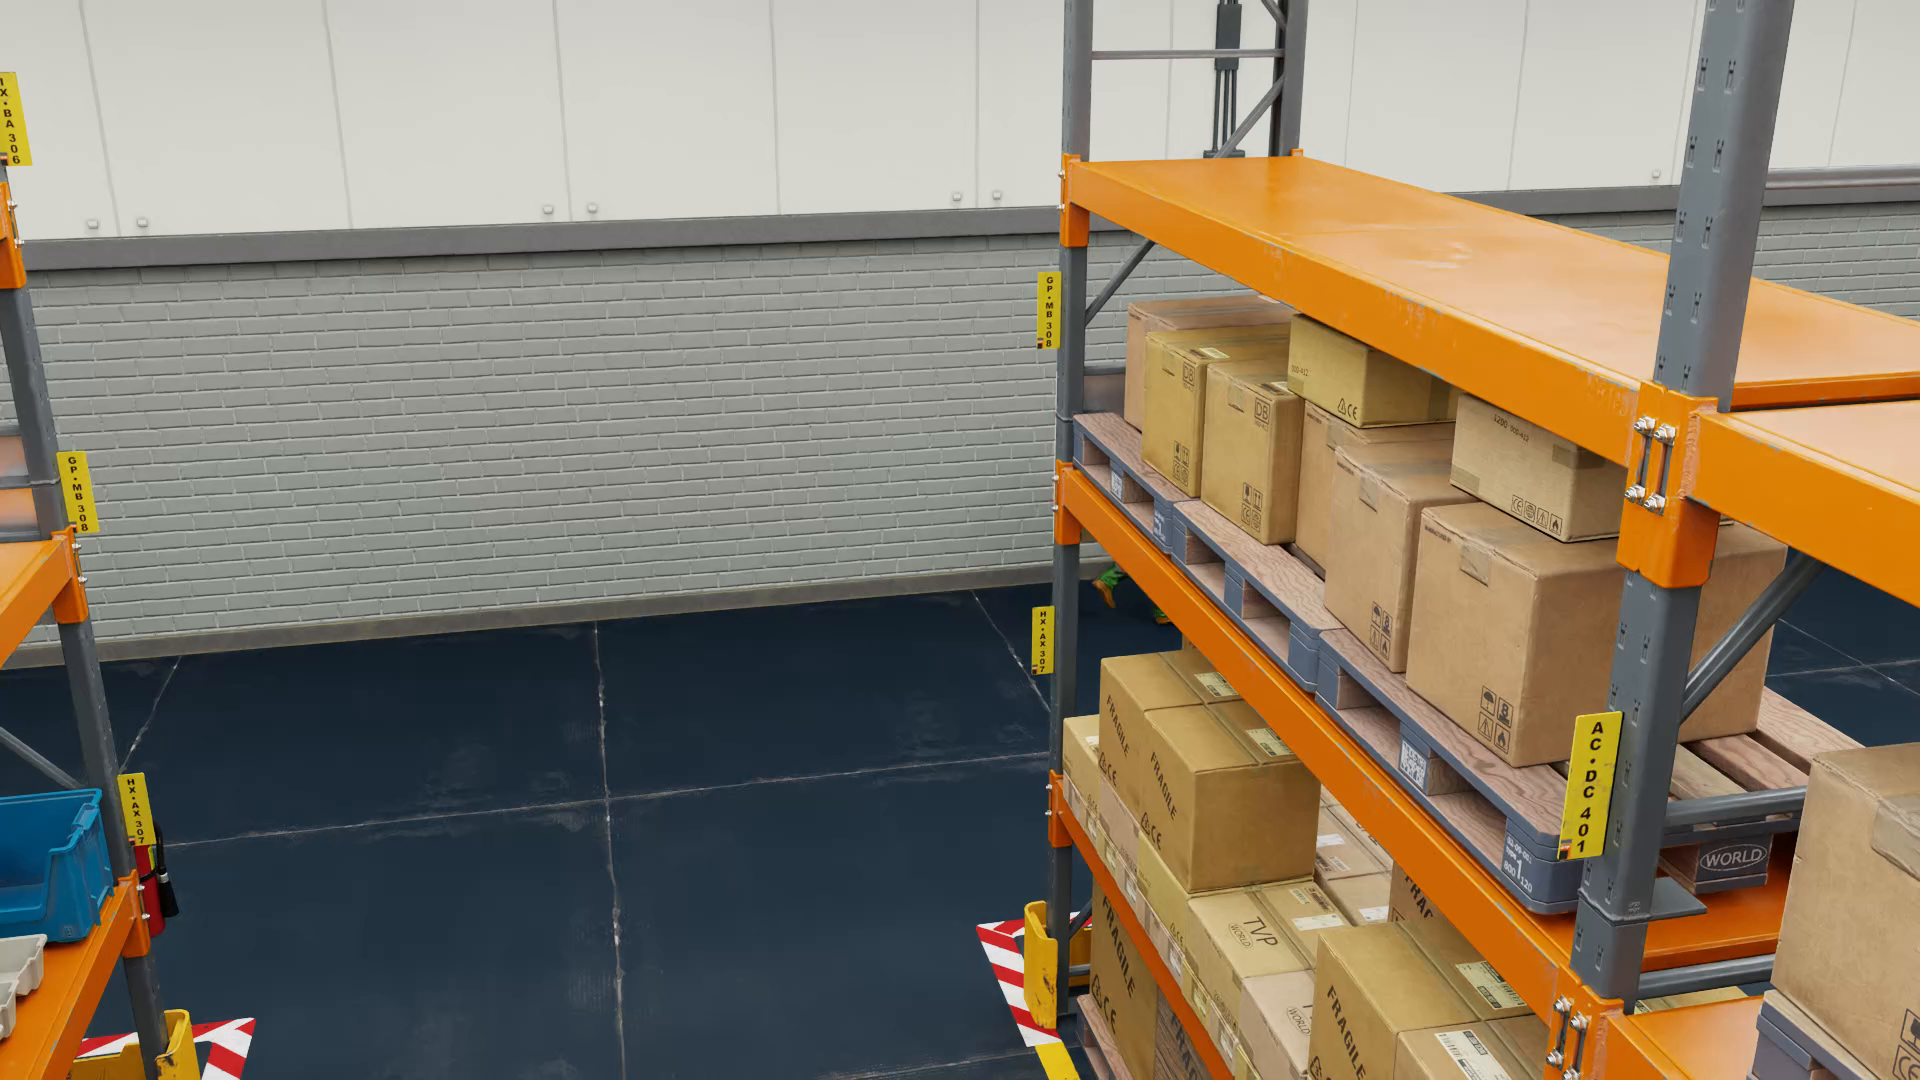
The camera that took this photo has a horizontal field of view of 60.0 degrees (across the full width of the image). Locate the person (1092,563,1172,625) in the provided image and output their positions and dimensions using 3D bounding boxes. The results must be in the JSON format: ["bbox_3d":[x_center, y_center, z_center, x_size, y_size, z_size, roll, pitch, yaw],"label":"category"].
[{"bbox_3d":[1.416,-0.208,12.605,0.771,1.770,0.546,-3,20,-10],"label":"person"}]
